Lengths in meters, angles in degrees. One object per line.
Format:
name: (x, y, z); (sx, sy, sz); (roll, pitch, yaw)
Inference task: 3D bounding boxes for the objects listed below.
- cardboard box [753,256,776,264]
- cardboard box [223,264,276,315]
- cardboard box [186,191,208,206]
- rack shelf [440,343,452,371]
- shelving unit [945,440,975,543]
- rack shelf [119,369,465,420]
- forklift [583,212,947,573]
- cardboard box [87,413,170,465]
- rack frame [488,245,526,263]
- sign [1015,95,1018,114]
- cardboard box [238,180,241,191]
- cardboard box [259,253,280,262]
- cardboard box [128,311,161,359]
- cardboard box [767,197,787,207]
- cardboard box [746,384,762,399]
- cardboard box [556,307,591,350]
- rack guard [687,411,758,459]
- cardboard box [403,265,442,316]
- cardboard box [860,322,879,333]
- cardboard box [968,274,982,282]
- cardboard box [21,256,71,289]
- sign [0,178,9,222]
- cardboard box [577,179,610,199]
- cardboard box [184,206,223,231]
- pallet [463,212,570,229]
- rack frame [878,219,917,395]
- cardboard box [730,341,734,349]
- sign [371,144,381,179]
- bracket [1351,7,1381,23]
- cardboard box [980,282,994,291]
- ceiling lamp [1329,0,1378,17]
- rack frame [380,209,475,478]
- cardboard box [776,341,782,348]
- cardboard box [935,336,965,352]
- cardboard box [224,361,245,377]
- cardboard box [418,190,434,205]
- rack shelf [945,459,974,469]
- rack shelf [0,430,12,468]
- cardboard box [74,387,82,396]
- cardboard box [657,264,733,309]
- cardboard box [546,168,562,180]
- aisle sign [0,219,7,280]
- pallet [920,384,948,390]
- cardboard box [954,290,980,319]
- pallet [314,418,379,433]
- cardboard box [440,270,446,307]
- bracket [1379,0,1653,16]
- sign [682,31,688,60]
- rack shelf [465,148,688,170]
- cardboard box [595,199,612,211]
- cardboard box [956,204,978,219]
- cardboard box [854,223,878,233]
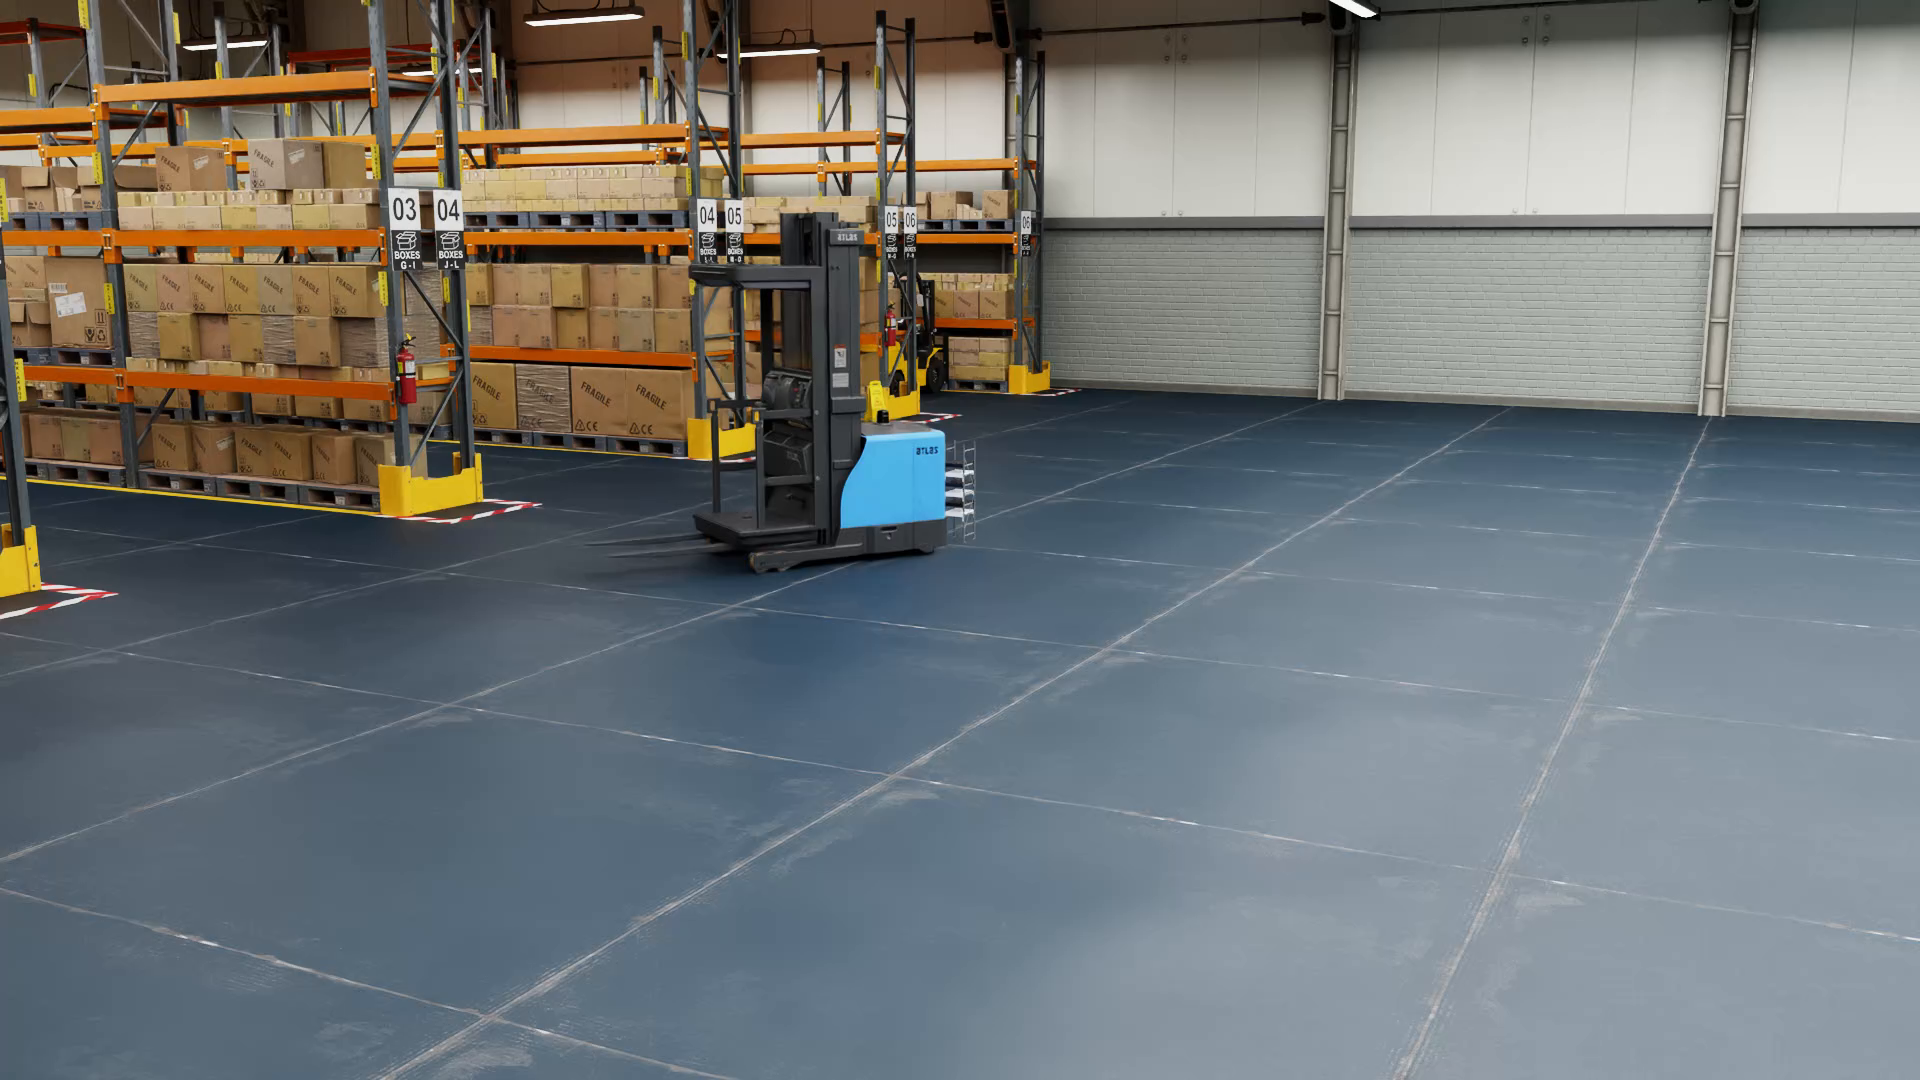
cardboard box: (-2.849, -4.206, 26.123); (0.500, 0.500, 0.700); (5, 11, 25)
cardboard box: (-7.286, -2.614, 17.329); (0.500, 0.500, 0.500); (5, 11, 26)
cardboard box: (-7.830, -3.560, 17.359); (0.250, 0.149, 0.380); (5, 11, 25)
rack shelf: (-8.435, -2.707, 23.784); (4.000, 0.370, 1.077); (5, 11, 26)
shelving unit: (-0.007, -0.443, 15.154); (0.210, 0.900, 0.258); (5, 11, 26)
rack shelf: (-7.134, -1.607, 17.710); (4.000, 0.370, 1.077); (5, 11, 26)
forklift: (-1.652, -1.276, 14.051); (3.031, 2.935, 1.130); (-6, 12, -29)
cardboard box: (-9.468, -1.157, 18.986); (0.500, 0.500, 0.700); (4, 11, 21)
rack frame: (-9.524, -5.125, 35.126); (0.127, 3.000, 1.000); (5, 11, 26)
sign: (0.985, -7.545, 28.804); (0.005, 0.325, 0.100); (5, 11, 26)
cardboard box: (-10.707, -5.111, 24.193); (0.258, 0.266, 0.396); (5, 11, 26)
cardboard box: (-12.776, -5.242, 30.864); (0.250, 0.149, 0.380); (5, 11, 25)
cardboard box: (-8.551, -2.269, 18.230); (0.500, 0.500, 0.875); (5, 11, 26)
cardboard box: (-2.779, -5.226, 25.729); (0.250, 0.149, 0.380); (5, 12, 27)
cardboard box: (-3.172, -2.384, 26.522); (0.500, 0.250, 0.500); (5, 11, 25)
cardboard box: (-4.851, -2.823, 21.985); (0.500, 0.550, 0.875); (5, 11, 26)
rack guard: (-3.033, -1.356, 21.320); (0.348, 0.500, 1.175); (5, 11, 26)
cardboard box: (-5.713, -2.578, 17.130); (0.500, 0.500, 0.500); (5, 11, 26)
cardboard box: (-1.385, -3.258, 25.516); (0.250, 0.149, 0.380); (5, 12, 28)
cardboard box: (0.342, -4.720, 29.948); (0.250, 0.149, 0.380); (5, 12, 27)
cardboard box: (-14.357, -4.215, 26.174); (0.500, 0.500, 0.500); (5, 11, 24)
sign: (-7.284, -2.581, 12.620); (0.005, 0.325, 0.100); (5, 11, 26)
cardboard box: (-4.515, -4.466, 21.185); (0.500, 0.250, 0.500); (5, 11, 25)
cardboard box: (-7.719, -3.363, 17.389); (0.500, 0.250, 0.500); (5, 11, 24)
pallet: (-5.913, -4.269, 22.224); (1.213, 0.211, 1.003); (5, 11, 26)
rack frame: (-0.955, -3.387, 25.520); (0.127, 3.000, 1.000); (5, 11, 26)
cardboard box: (-3.585, -3.094, 26.520); (0.250, 0.149, 0.380); (6, 12, 28)
sign: (-5.604, -3.629, 15.948); (0.005, 0.325, 0.100); (5, 11, 26)
bracket: (6.608, -8.540, 27.039); (0.430, 0.232, 0.235); (5, 11, 26)
cardboard box: (0.561, -4.546, 29.824); (0.250, 0.149, 0.380); (5, 12, 27)
ceiling lamp: (5.615, -8.855, 22.500); (0.800, 3.185, 2.000); (5, 11, 26)
rack frame: (-5.340, -1.804, 16.775); (0.127, 3.000, 1.000); (5, 11, 26)
cardboard box: (-3.515, -3.635, 32.379); (0.625, 0.625, 0.875); (5, 11, 25)
cardboard box: (-0.231, -3.589, 30.373); (0.500, 0.250, 0.500); (5, 11, 27)
cardboard box: (-7.516, -1.814, 17.538); (0.250, 0.149, 0.380); (5, 11, 26)
cardboard box: (-5.485, -3.461, 16.809); (0.250, 0.149, 0.380); (5, 11, 25)
rack shelf: (-0.007, -0.676, 15.111); (0.200, 0.077, 0.258); (5, 11, 26)
rack shelf: (-9.325, -0.816, 13.339); (4.000, 0.370, 1.077); (5, 11, 26)
cardboard box: (-14.239, -2.438, 27.107); (0.250, 0.149, 0.380); (5, 12, 27)
cardboard box: (-3.370, -3.229, 21.194); (0.550, 0.550, 0.875); (5, 11, 26)
cardboard box: (-5.101, -4.701, 21.366); (0.250, 0.149, 0.380); (5, 11, 26)
aisle sign: (-7.337, -2.333, 12.400); (0.004, 0.787, 0.394); (5, 11, 26)
pallet: (-0.557, -2.957, 30.978); (1.213, 0.211, 1.003); (5, 11, 26)
cardboard box: (0.219, -4.268, 30.109); (0.500, 0.500, 0.500); (5, 12, 28)
pallet: (-8.465, -1.676, 23.897); (1.213, 0.211, 1.003); (5, 11, 26)
cardboard box: (-7.090, -3.483, 22.962); (0.500, 0.500, 0.700); (5, 11, 25)
bracket: (8.934, -8.335, 25.910); (4.783, 0.066, 0.076); (5, 11, 26)
sign: (-3.308, -5.953, 20.010); (0.005, 0.325, 0.100); (5, 11, 26)
rack shelf: (-6.336, -6.261, 27.697); (4.000, 0.370, 1.077); (5, 11, 26)
cardboard box: (-4.416, -4.249, 21.105); (0.250, 0.149, 0.380); (5, 11, 25)
cardboard box: (0.133, -5.882, 29.803); (0.258, 0.266, 0.396); (5, 11, 26)
cardboard box: (-1.399, -4.722, 25.183); (0.250, 0.149, 0.380); (5, 11, 26)
